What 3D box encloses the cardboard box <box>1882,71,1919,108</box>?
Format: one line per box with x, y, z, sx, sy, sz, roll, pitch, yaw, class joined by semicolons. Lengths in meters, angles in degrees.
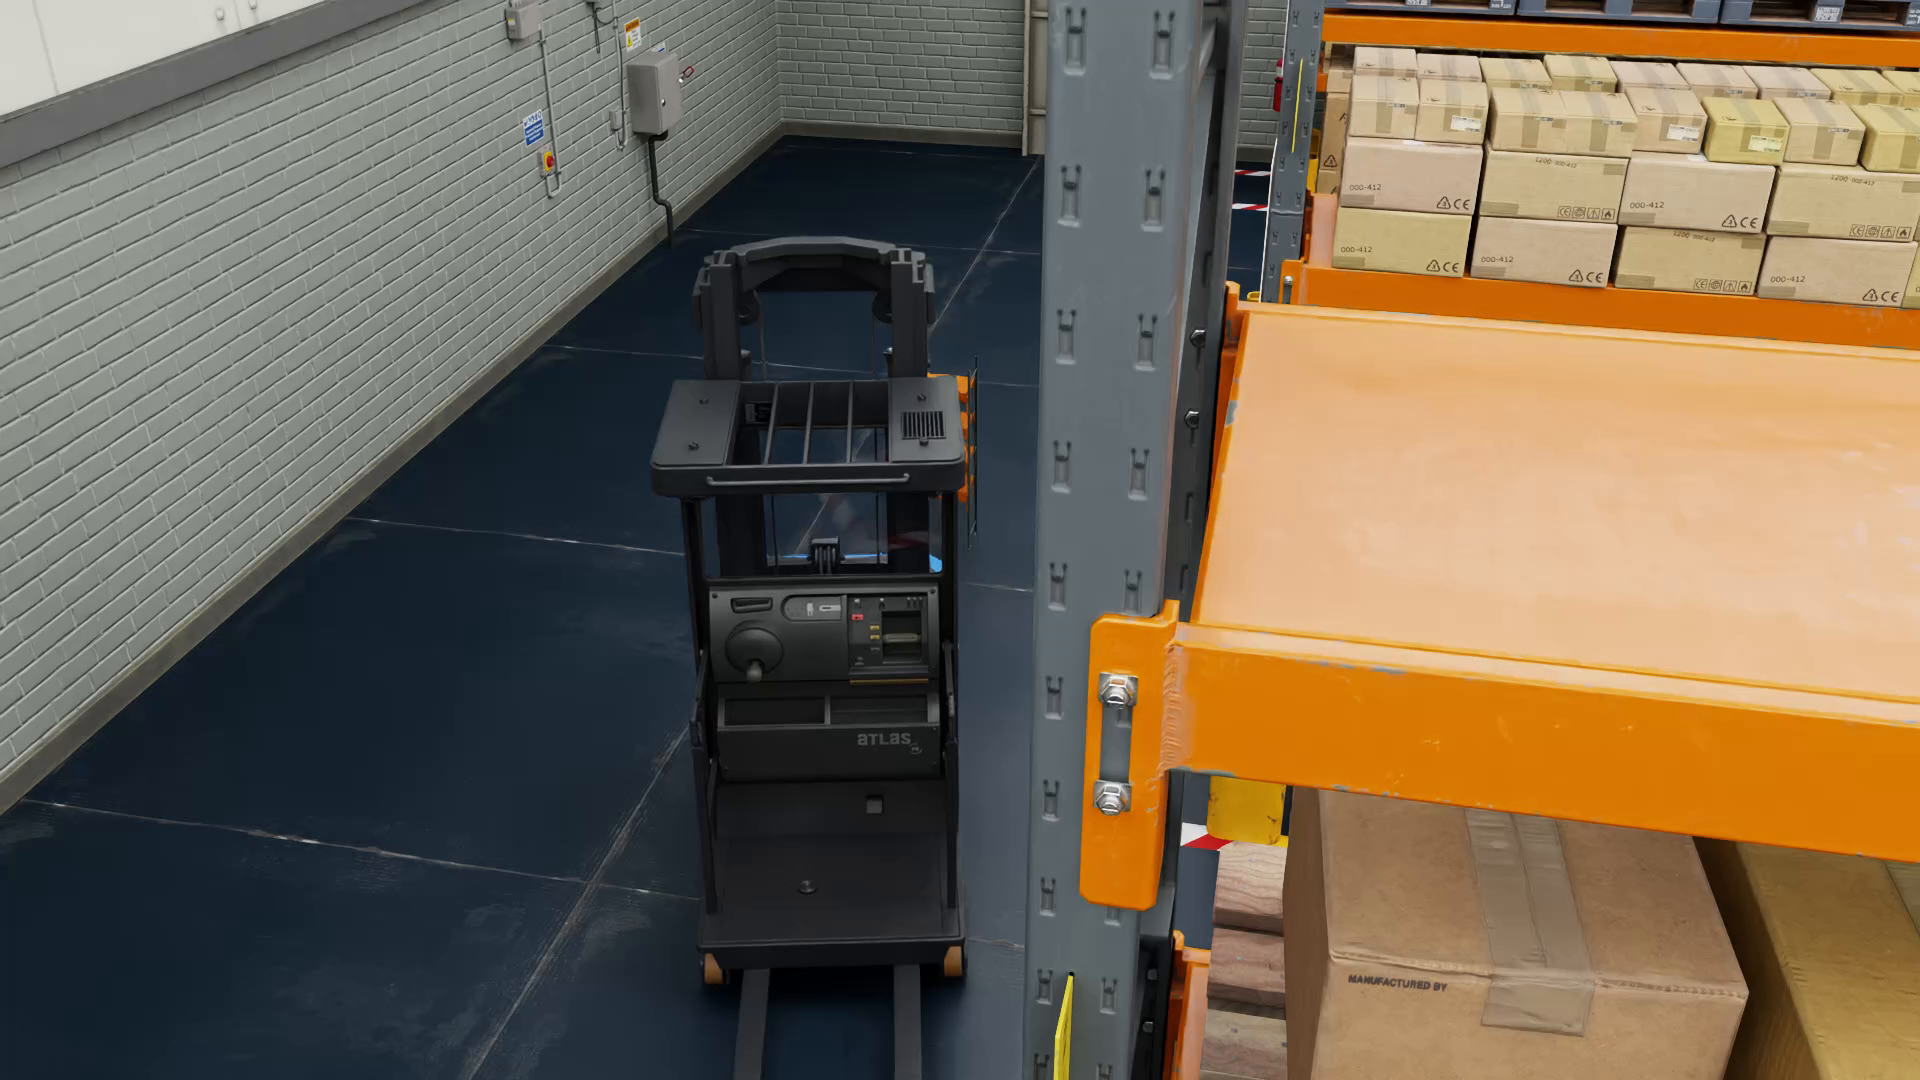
3.777;-1.719;6.524;0.250;0.149;0.380;7;30;13;cardboard box

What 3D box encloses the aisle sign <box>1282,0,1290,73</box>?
2.178;-3.524;11.019;0.004;0.787;0.394;6;29;11;aisle sign

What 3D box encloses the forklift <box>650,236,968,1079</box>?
-0.540;0.424;6.586;1.130;2.935;3.031;-1;29;-2;forklift

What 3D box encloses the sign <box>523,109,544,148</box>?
-3.280;-3.170;12.797;0.001;0.218;0.327;6;29;11;sign

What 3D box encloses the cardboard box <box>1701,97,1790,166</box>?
2.889;-1.516;6.153;0.250;0.149;0.380;7;29;12;cardboard box

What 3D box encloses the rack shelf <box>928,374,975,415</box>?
-0.162;-0.888;9.966;0.480;0.148;0.258;6;29;11;rack shelf

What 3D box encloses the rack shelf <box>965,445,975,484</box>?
-0.162;-0.484;10.187;0.480;0.148;0.258;6;29;11;rack shelf

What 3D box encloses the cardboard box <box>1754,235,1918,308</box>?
3.283;-1.106;6.341;0.500;0.250;0.500;6;29;10;cardboard box

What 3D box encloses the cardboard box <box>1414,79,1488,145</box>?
1.889;-1.649;6.397;0.250;0.149;0.380;7;29;13;cardboard box

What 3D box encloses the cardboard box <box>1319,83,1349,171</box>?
2.719;-2.814;11.283;0.500;0.500;0.500;5;29;9;cardboard box

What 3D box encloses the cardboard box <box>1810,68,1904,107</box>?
3.518;-1.739;6.561;0.250;0.149;0.380;5;29;9;cardboard box

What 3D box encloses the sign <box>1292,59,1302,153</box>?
1.261;-1.623;6.218;0.005;0.325;0.100;6;29;11;sign

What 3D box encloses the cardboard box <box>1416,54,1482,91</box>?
1.986;-1.866;6.794;0.250;0.149;0.380;6;29;11;cardboard box

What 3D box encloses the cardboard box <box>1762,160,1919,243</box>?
3.247;-1.323;6.218;0.500;0.250;0.500;5;29;9;cardboard box

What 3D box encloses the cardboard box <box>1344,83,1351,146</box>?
1.878;-1.721;6.944;0.500;0.250;0.500;5;29;9;cardboard box

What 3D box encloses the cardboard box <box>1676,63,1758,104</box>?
3.007;-1.784;6.644;0.250;0.149;0.380;6;29;12;cardboard box

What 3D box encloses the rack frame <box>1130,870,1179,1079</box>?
0.240;2.141;3.378;0.127;3.000;1.000;6;29;11;rack frame

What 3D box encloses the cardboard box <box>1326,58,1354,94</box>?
2.598;-3.114;11.157;0.250;0.149;0.380;6;29;12;cardboard box

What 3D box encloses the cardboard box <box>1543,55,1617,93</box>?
2.513;-1.855;6.774;0.250;0.149;0.380;6;29;11;cardboard box

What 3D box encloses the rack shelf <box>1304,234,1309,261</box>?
4.265;-1.997;11.685;4.000;0.370;1.077;6;29;11;rack shelf

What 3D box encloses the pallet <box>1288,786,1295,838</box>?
2.236;1.150;8.091;1.213;0.211;1.003;6;29;11;pallet

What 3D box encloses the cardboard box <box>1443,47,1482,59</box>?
3.463;-3.293;11.483;0.250;0.149;0.380;7;29;12;cardboard box

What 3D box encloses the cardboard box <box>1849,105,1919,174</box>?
3.401;-1.458;6.048;0.250;0.149;0.380;5;29;10;cardboard box

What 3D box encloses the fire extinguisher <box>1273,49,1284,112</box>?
3.102;-4.445;15.876;0.183;0.674;0.296;6;29;11;fire extinguisher

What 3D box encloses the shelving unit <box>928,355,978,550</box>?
-0.162;-0.543;10.154;0.503;1.200;0.258;6;29;11;shelving unit

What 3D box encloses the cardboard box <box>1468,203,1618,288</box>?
2.274;-1.208;6.528;0.500;0.250;0.500;7;29;12;cardboard box

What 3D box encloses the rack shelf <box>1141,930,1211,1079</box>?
2.195;1.341;2.464;4.000;0.370;1.077;6;29;11;rack shelf

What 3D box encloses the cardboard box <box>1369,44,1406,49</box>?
2.955;-3.324;11.539;0.250;0.149;0.380;6;29;11;cardboard box

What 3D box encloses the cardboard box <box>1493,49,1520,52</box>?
5.223;-4.596;15.530;0.500;0.250;0.500;5;29;9;cardboard box

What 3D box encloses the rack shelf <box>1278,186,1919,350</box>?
3.330;-0.978;6.700;4.000;0.370;1.077;6;29;11;rack shelf

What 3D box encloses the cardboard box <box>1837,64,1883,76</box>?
5.966;-3.033;11.007;0.250;0.149;0.380;5;29;10;cardboard box

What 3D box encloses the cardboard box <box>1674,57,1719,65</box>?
4.970;-3.150;11.222;0.250;0.149;0.380;5;29;9;cardboard box

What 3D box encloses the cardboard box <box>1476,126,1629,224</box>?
2.260;-1.430;6.412;0.500;0.250;0.500;6;29;10;cardboard box

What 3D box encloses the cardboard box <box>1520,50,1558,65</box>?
3.961;-3.236;11.378;0.250;0.149;0.380;7;29;12;cardboard box

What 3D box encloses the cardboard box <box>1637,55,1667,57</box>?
6.212;-4.488;15.332;0.500;0.250;0.500;6;29;11;cardboard box

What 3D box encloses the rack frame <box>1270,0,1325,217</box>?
1.374;-2.810;6.174;0.127;3.000;1.000;6;29;11;rack frame

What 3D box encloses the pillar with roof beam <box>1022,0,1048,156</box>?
-0.006;-6.148;12.271;0.400;9.000;9.100;6;29;11;pillar with roof beam

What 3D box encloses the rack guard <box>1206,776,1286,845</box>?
1.448;0.926;8.201;0.348;0.500;1.175;6;29;11;rack guard

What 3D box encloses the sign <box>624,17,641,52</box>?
-2.843;-4.397;14.459;0.001;0.242;0.339;6;29;11;sign

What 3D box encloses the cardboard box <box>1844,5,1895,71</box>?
8.187;-4.466;14.905;0.500;0.500;0.700;6;29;11;cardboard box

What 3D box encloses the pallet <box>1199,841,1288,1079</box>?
0.967;0.933;2.552;1.213;0.211;1.003;6;29;11;pallet

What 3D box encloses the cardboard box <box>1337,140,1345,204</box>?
1.874;-1.507;7.074;0.500;0.250;0.500;5;29;9;cardboard box

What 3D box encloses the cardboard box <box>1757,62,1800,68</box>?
5.453;-3.057;11.051;0.250;0.149;0.380;6;29;10;cardboard box

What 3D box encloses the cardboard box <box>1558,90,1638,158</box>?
2.377;-1.563;6.240;0.250;0.149;0.380;6;29;11;cardboard box

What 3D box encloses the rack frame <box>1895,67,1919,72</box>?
6.221;-2.112;11.146;0.127;3.000;1.000;6;29;11;rack frame

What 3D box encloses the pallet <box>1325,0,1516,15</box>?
3.037;-3.721;11.053;1.213;0.211;1.003;6;29;11;pallet

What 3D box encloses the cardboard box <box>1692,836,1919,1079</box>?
1.284;0.693;2.253;0.500;0.500;0.700;5;29;9;cardboard box

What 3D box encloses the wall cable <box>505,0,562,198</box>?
-3.210;-3.527;12.640;0.123;1.953;0.585;6;29;11;wall cable

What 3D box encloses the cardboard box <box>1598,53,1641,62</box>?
4.481;-3.194;11.302;0.250;0.149;0.380;6;29;11;cardboard box

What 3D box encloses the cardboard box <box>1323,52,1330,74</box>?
3.606;-4.573;15.902;0.250;0.149;0.380;6;29;10;cardboard box
